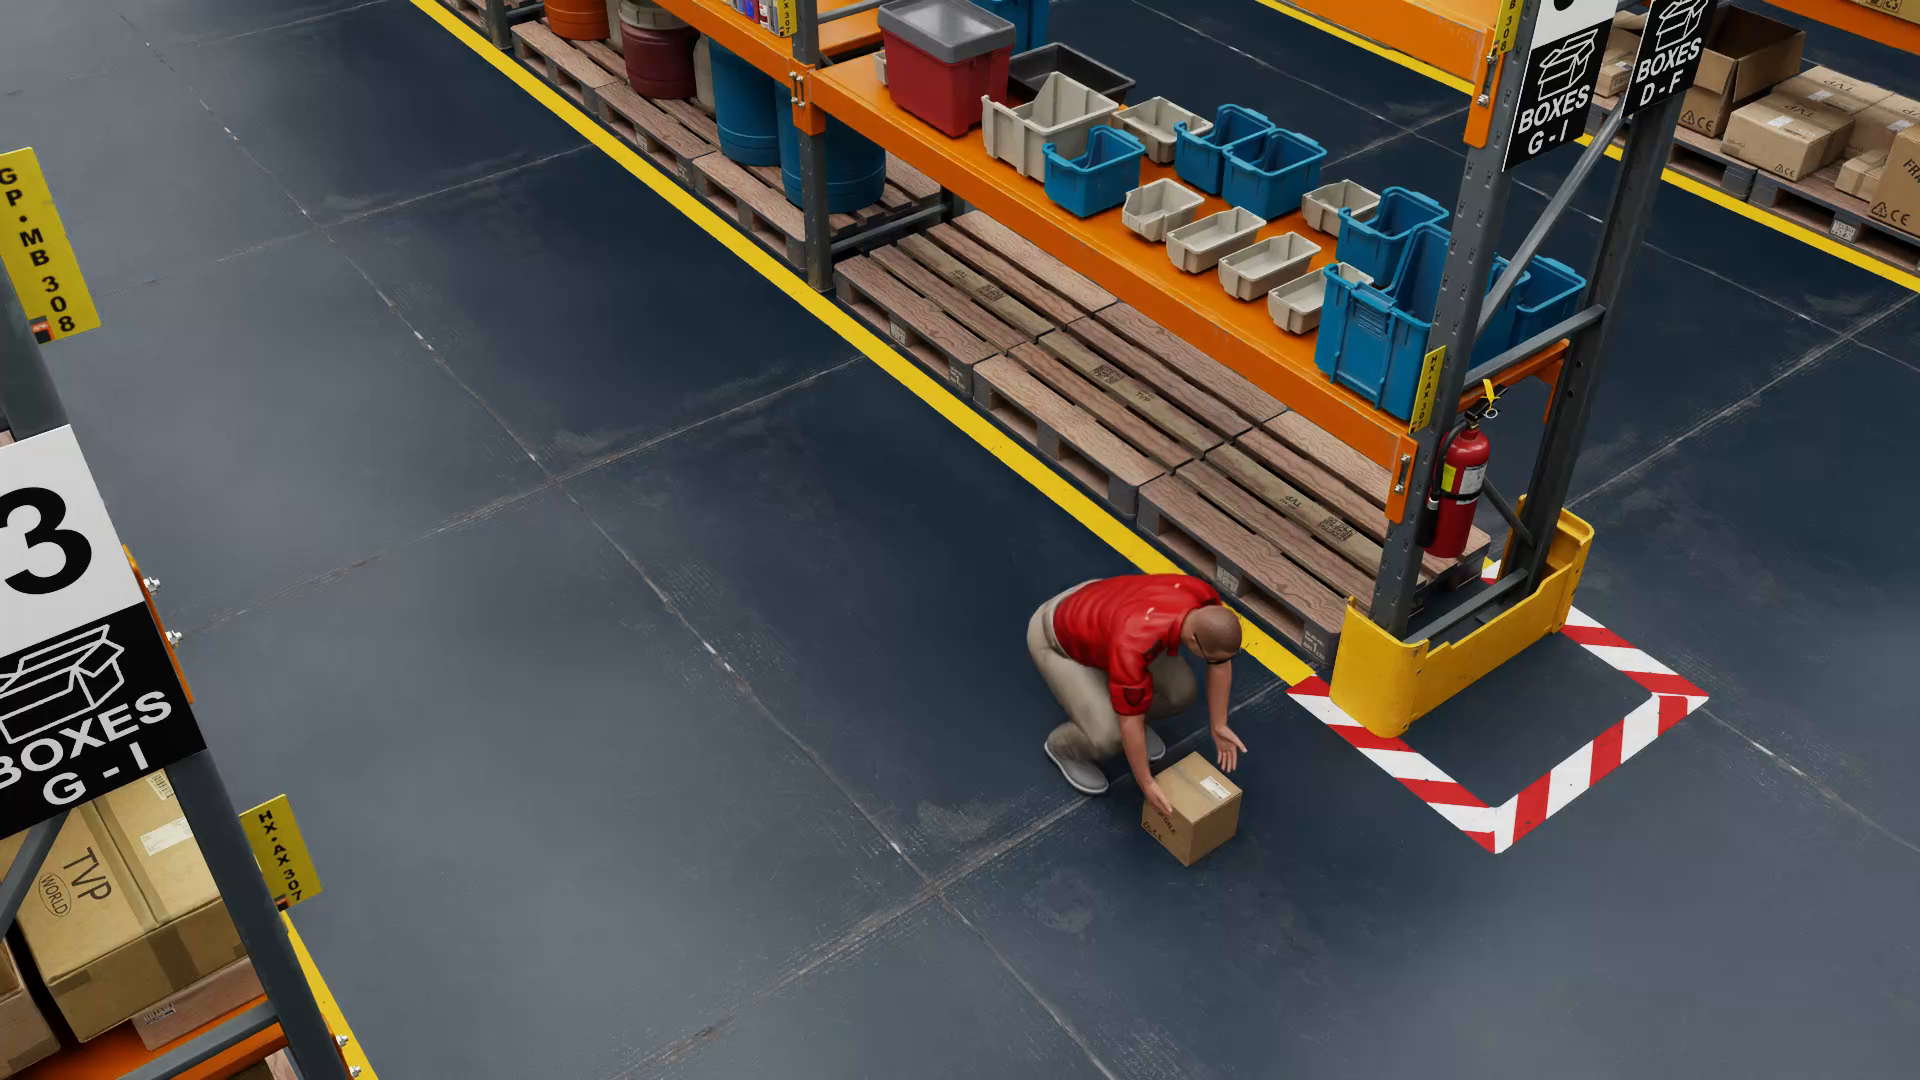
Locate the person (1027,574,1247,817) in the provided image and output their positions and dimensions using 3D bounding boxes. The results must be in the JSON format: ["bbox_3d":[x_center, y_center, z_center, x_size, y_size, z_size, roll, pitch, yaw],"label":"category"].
[{"bbox_3d":[0.655,0.487,6.136,0.570,1.031,0.857,-26,47,-28],"label":"person"}]
